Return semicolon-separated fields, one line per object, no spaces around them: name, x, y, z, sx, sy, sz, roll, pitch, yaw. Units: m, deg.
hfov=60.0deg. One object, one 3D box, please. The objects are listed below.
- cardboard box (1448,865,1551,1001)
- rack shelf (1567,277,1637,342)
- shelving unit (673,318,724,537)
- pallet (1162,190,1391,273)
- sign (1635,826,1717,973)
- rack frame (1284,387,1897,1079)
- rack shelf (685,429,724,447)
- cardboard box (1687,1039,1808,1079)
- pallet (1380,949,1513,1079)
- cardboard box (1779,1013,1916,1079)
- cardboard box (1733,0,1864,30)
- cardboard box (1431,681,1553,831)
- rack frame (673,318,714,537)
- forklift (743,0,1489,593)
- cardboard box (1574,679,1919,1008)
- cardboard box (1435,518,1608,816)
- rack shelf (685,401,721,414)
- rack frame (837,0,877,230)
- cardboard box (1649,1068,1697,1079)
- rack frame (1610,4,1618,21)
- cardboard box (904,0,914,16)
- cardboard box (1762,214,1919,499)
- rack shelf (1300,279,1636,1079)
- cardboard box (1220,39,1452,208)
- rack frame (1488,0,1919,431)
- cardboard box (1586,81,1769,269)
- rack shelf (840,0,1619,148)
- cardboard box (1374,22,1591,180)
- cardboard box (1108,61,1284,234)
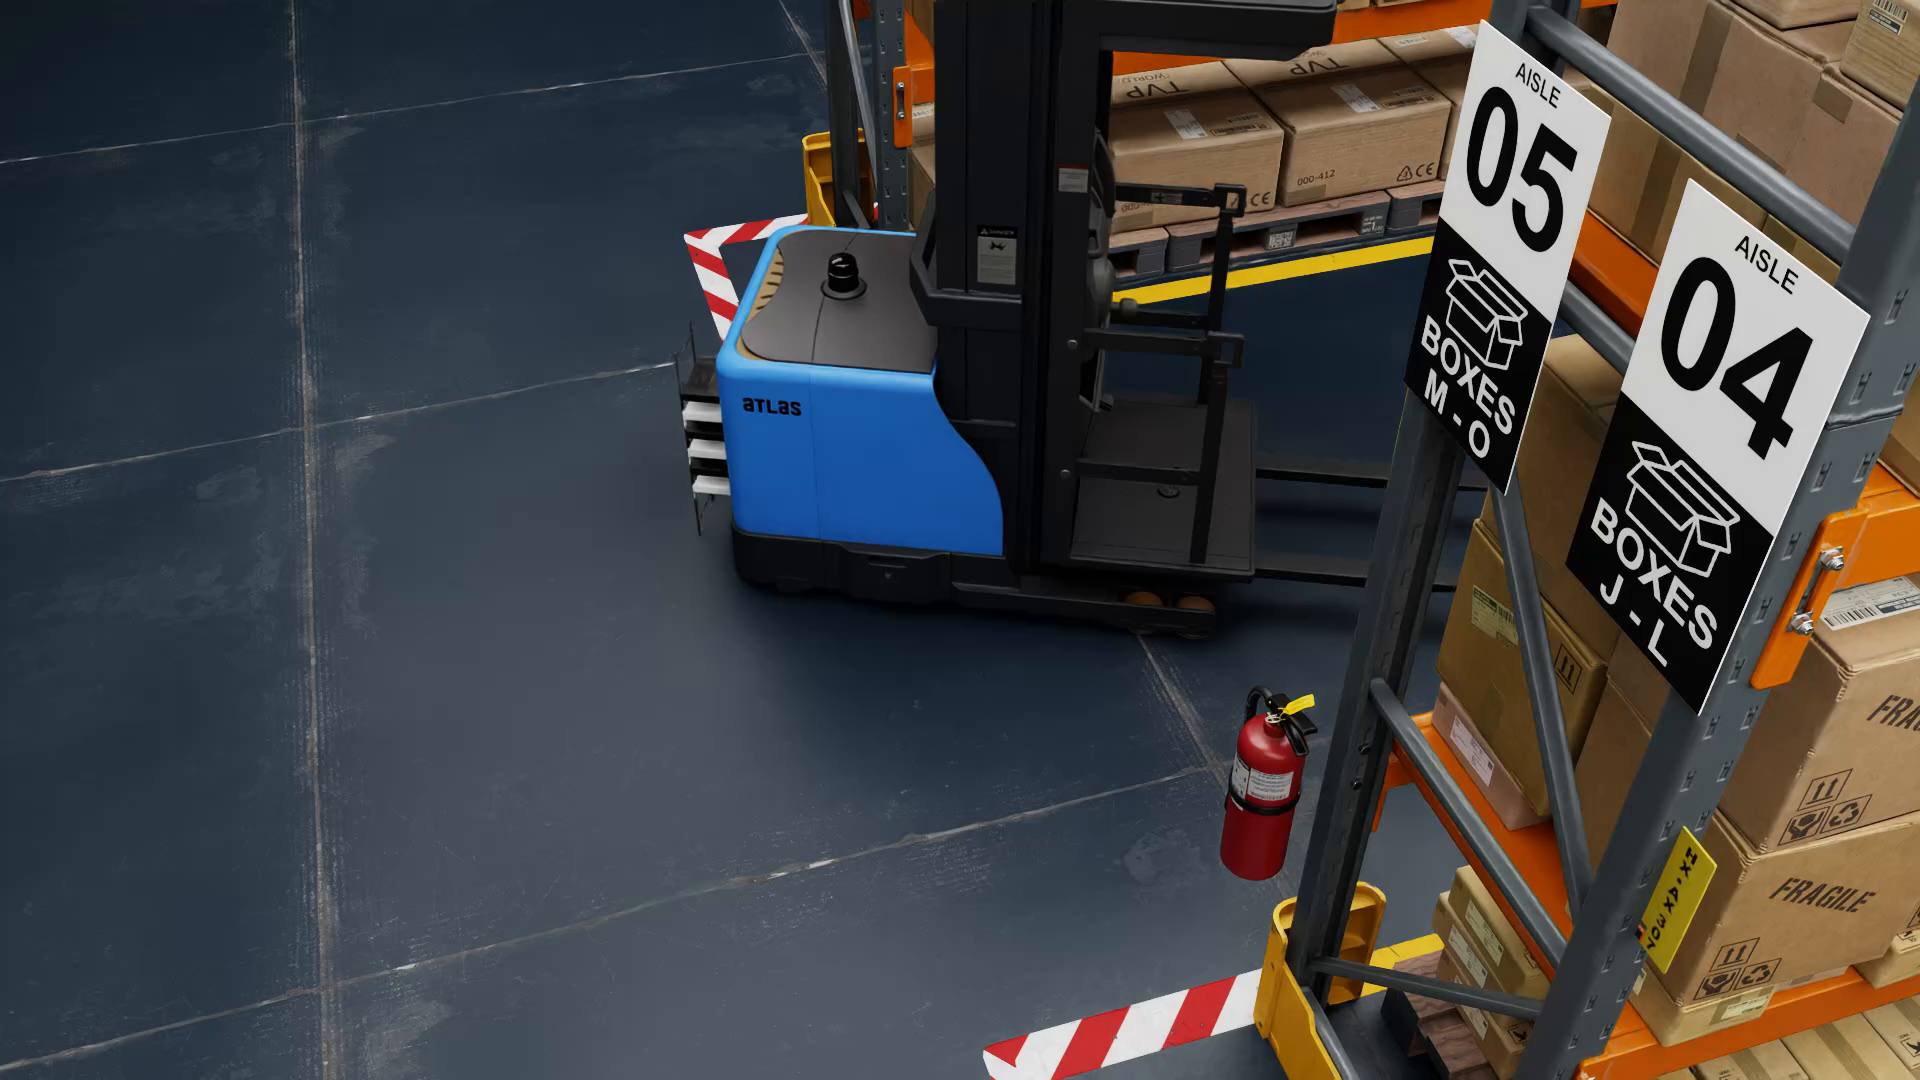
cardboard box;1.575;1.076;4.634;0.250;0.149;0.380;-11;42;-13
rack shelf;3.054;-0.660;3.384;3.687;0.071;0.831;-12;42;-13
shelving unit;6.357;0.318;3.310;15.476;4.048;4.052;5;41;6
pallet;1.464;-1.834;8.689;1.213;0.211;1.003;-12;42;-13
sign;1.309;0.662;3.054;0.005;0.325;0.100;-12;42;-13
rack frame;1.146;0.648;3.729;0.127;3.000;1.000;-12;42;-13
rack shelf;-0.944;-0.463;6.510;0.200;0.077;0.258;5;41;6
cardboard box;1.975;1.319;4.356;0.250;0.149;0.380;-11;42;-12
pallet;2.004;1.545;4.822;1.213;0.211;1.003;-12;42;-13
cardboard box;2.254;1.350;4.321;0.250;0.149;0.380;-12;43;-13
cardboard box;1.375;-1.014;2.782;0.250;0.149;0.380;-12;43;-13
cardboard box;1.372;0.501;4.088;0.250;0.149;0.380;-12;42;-13
rack frame;-1.045;-0.430;6.558;0.006;0.900;0.240;5;41;6
forklift;2.207;-3.918;7.276;9.711;5.209;7.407;5;41;6
cardboard box;1.657;0.583;3.501;0.500;0.500;0.500;-10;42;-11
cardboard box;1.498;0.248;3.884;0.500;0.500;0.500;-11;42;-12
rack shelf;6.361;0.097;3.104;15.466;3.443;4.033;5;41;6
rack frame;-0.438;-2.441;7.264;0.053;2.616;0.949;-12;42;-13
cardboard box;1.748;1.449;4.207;0.250;0.149;0.380;-14;43;-15
rack frame;3.377;-3.231;8.169;0.053;2.616;0.949;-12;42;-13
cardboard box;-0.056;-2.738;7.528;0.500;0.500;0.500;-11;42;-13
cardboard box;1.651;-0.354;2.709;0.529;0.250;0.529;-13;43;-14
rack shelf;1.147;0.650;3.726;0.053;2.616;0.949;-12;42;-13
cardboard box;1.893;-2.188;8.603;0.875;0.438;0.875;-13;43;-14
rack frame;1.146;-1.611;1.755;0.127;3.000;1.000;-12;42;-13
cardboard box;1.501;-0.681;3.084;0.500;0.250;0.500;-13;43;-14
rack shelf;1.471;-2.563;7.950;4.000;0.370;1.077;-12;42;-13
cardboard box;2.747;-2.366;8.806;0.875;0.438;0.875;-12;43;-14
cardboard box;1.033;-2.011;8.400;0.875;0.438;0.875;-11;42;-12
